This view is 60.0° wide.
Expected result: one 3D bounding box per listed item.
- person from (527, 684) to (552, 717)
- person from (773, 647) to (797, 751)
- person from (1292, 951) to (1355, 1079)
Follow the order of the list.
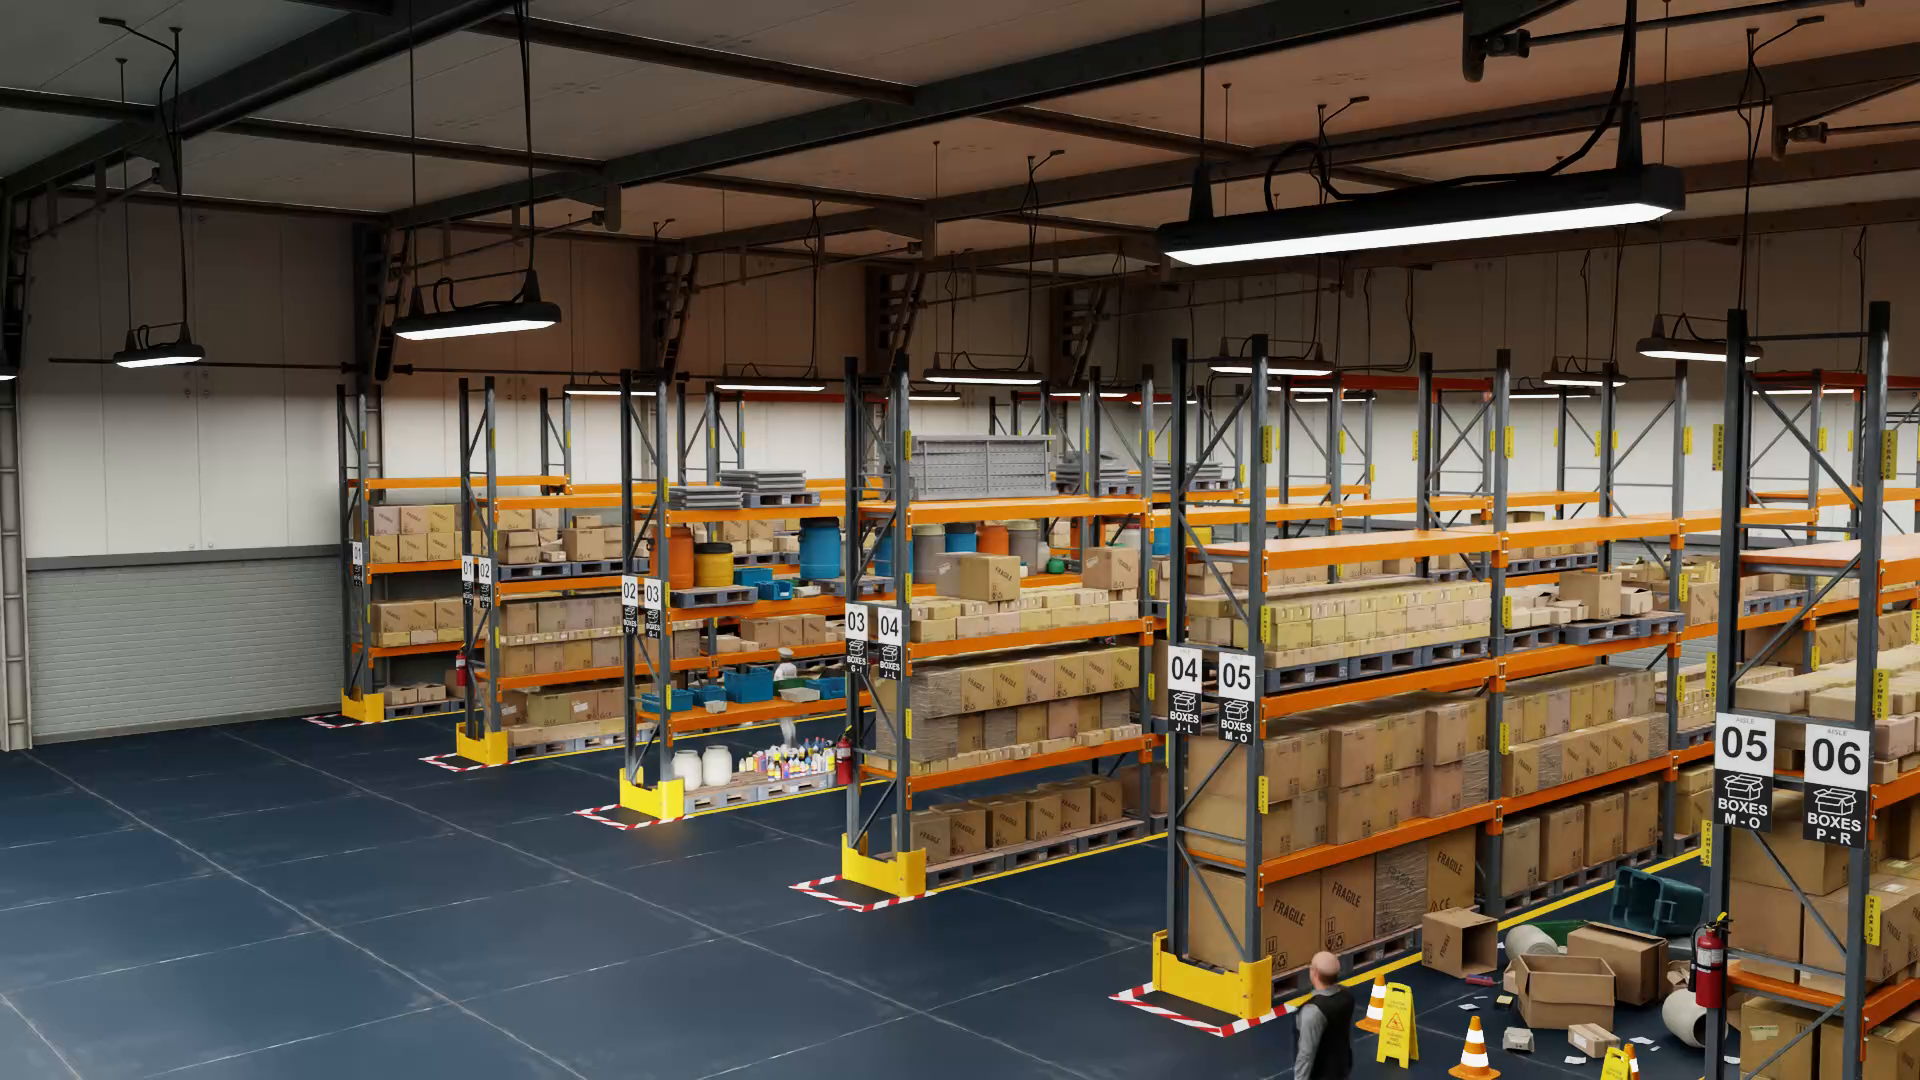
[{"bbox_3d":[-7.264,2.363,29.017,0.698,1.779,0.555,-1,4,-9],"label":"person"},{"bbox_3d":[-2.806,2.583,26.659,0.382,1.708,0.504,2,4,31],"label":"person"},{"bbox_3d":[2.390,3.567,11.033,0.407,1.721,0.644,2,4,27],"label":"person"}]
